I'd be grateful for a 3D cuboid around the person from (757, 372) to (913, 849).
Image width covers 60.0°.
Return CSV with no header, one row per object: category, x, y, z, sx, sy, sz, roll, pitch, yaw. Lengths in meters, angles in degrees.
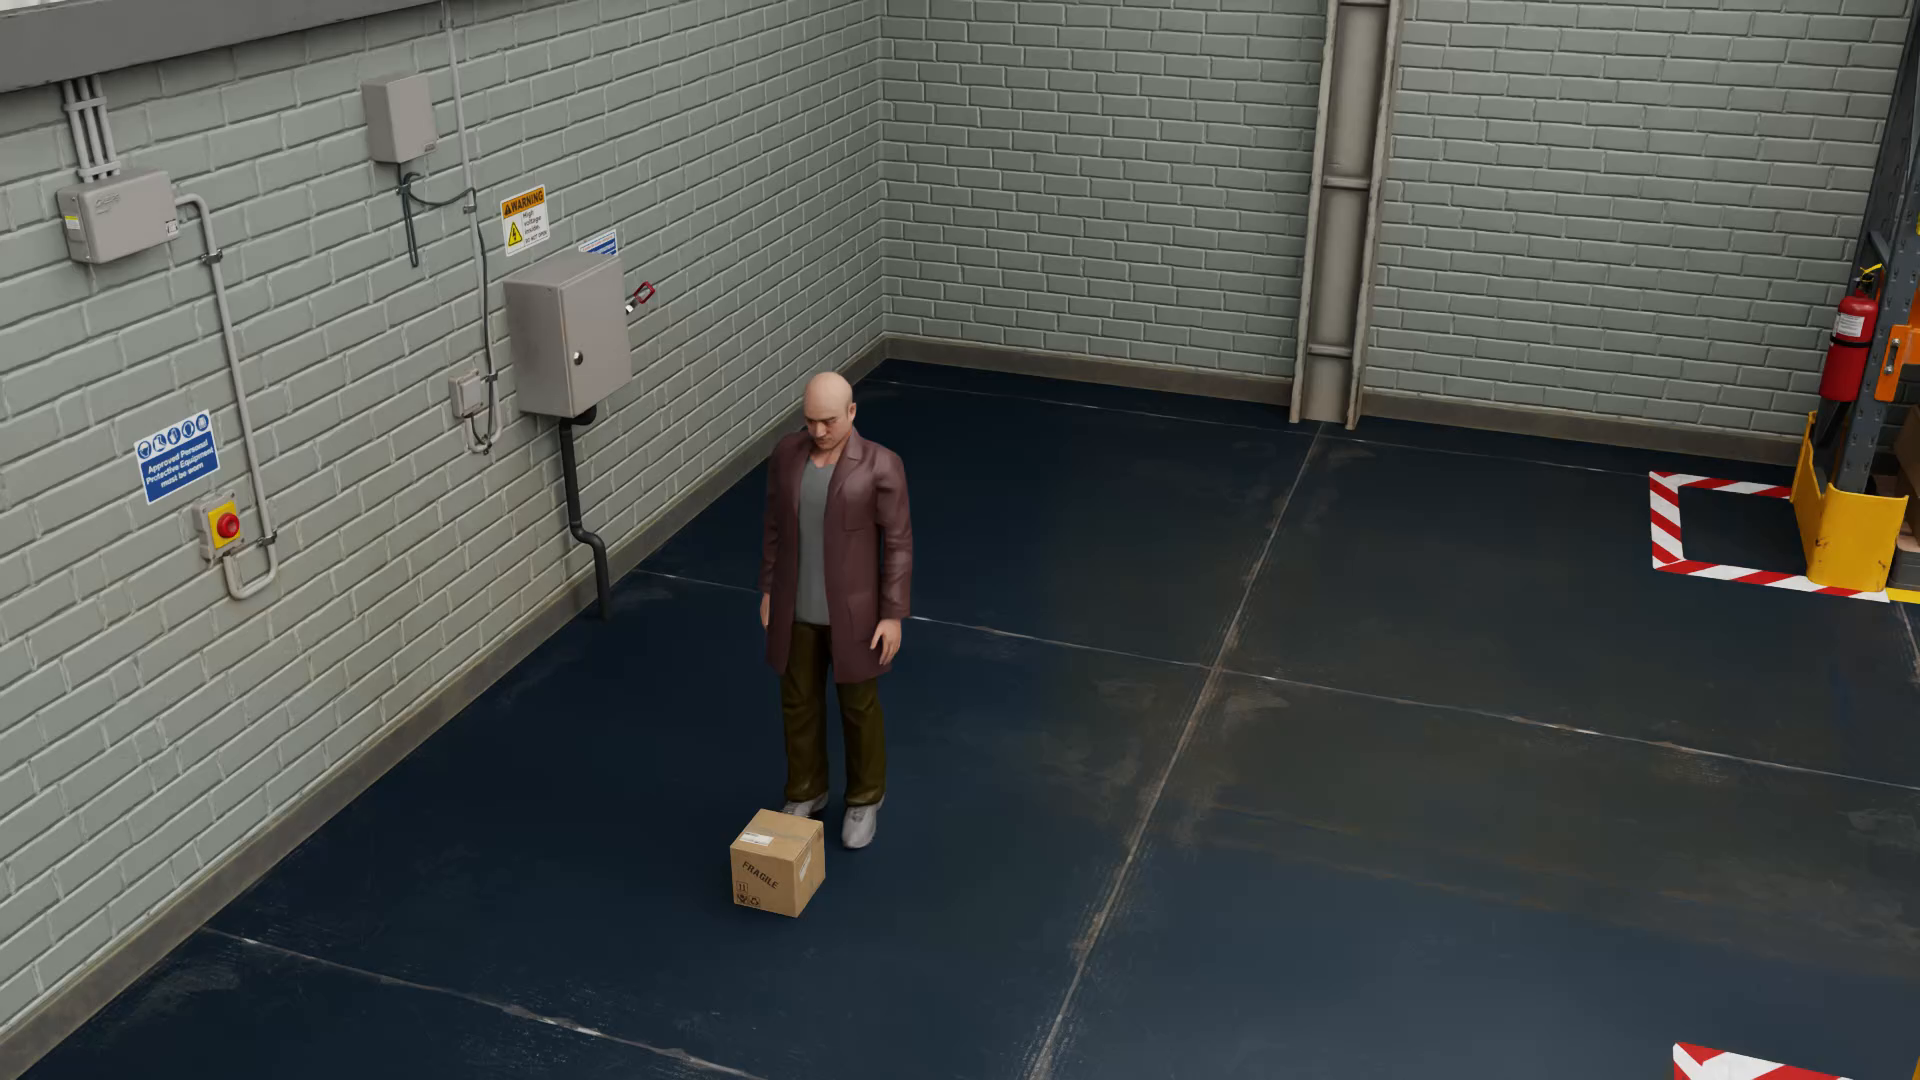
person,-0.490,0.280,6.029,0.620,1.799,0.495,9,27,18
